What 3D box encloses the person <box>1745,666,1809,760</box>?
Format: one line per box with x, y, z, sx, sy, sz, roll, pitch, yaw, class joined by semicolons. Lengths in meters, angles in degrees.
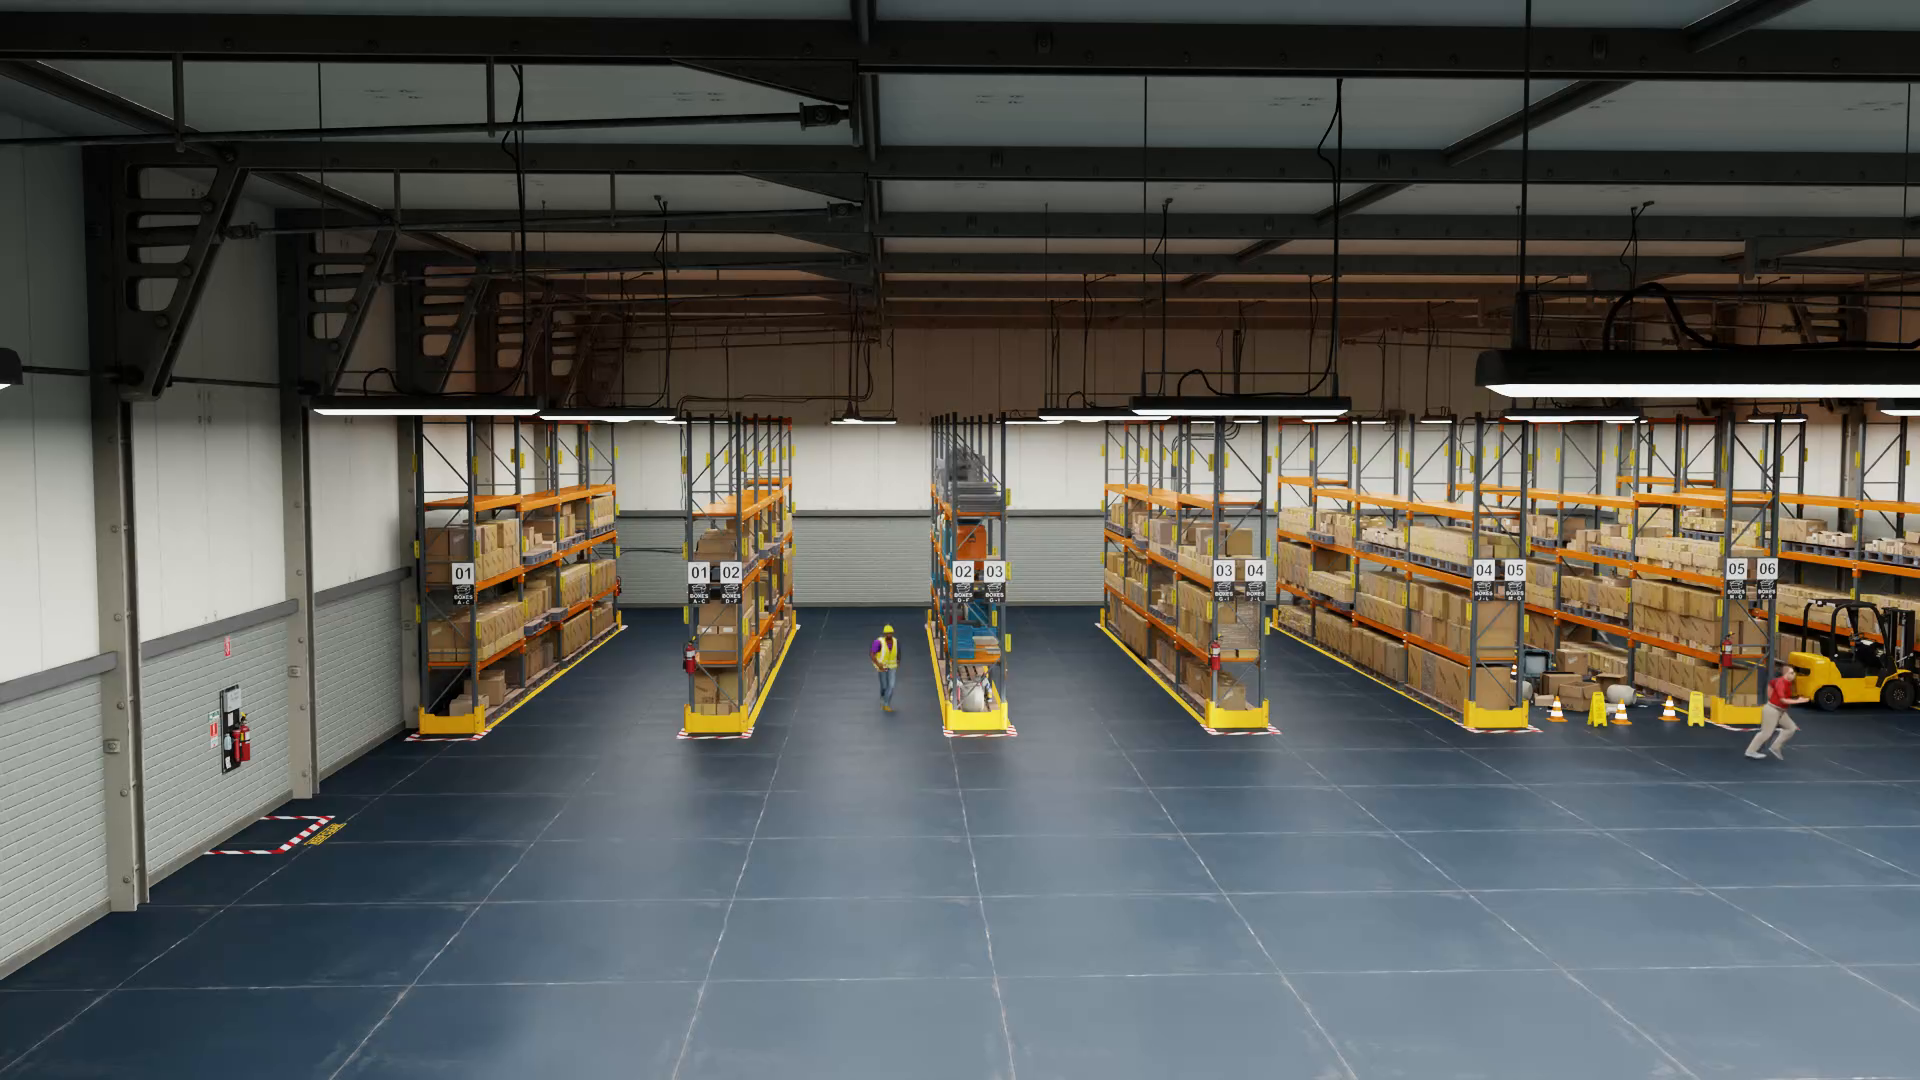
13.991;2.971;28.444;0.967;1.678;0.672;3;5;37;person

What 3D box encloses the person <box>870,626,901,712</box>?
-1.514;2.575;33.675;0.698;1.738;0.735;-1;4;-16;person

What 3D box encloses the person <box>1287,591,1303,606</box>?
9.930;1.599;48.744;0.686;1.657;0.644;0;4;5;person

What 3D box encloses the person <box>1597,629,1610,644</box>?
16.387;2.006;42.701;0.607;1.646;0.750;-1;4;-14;person
